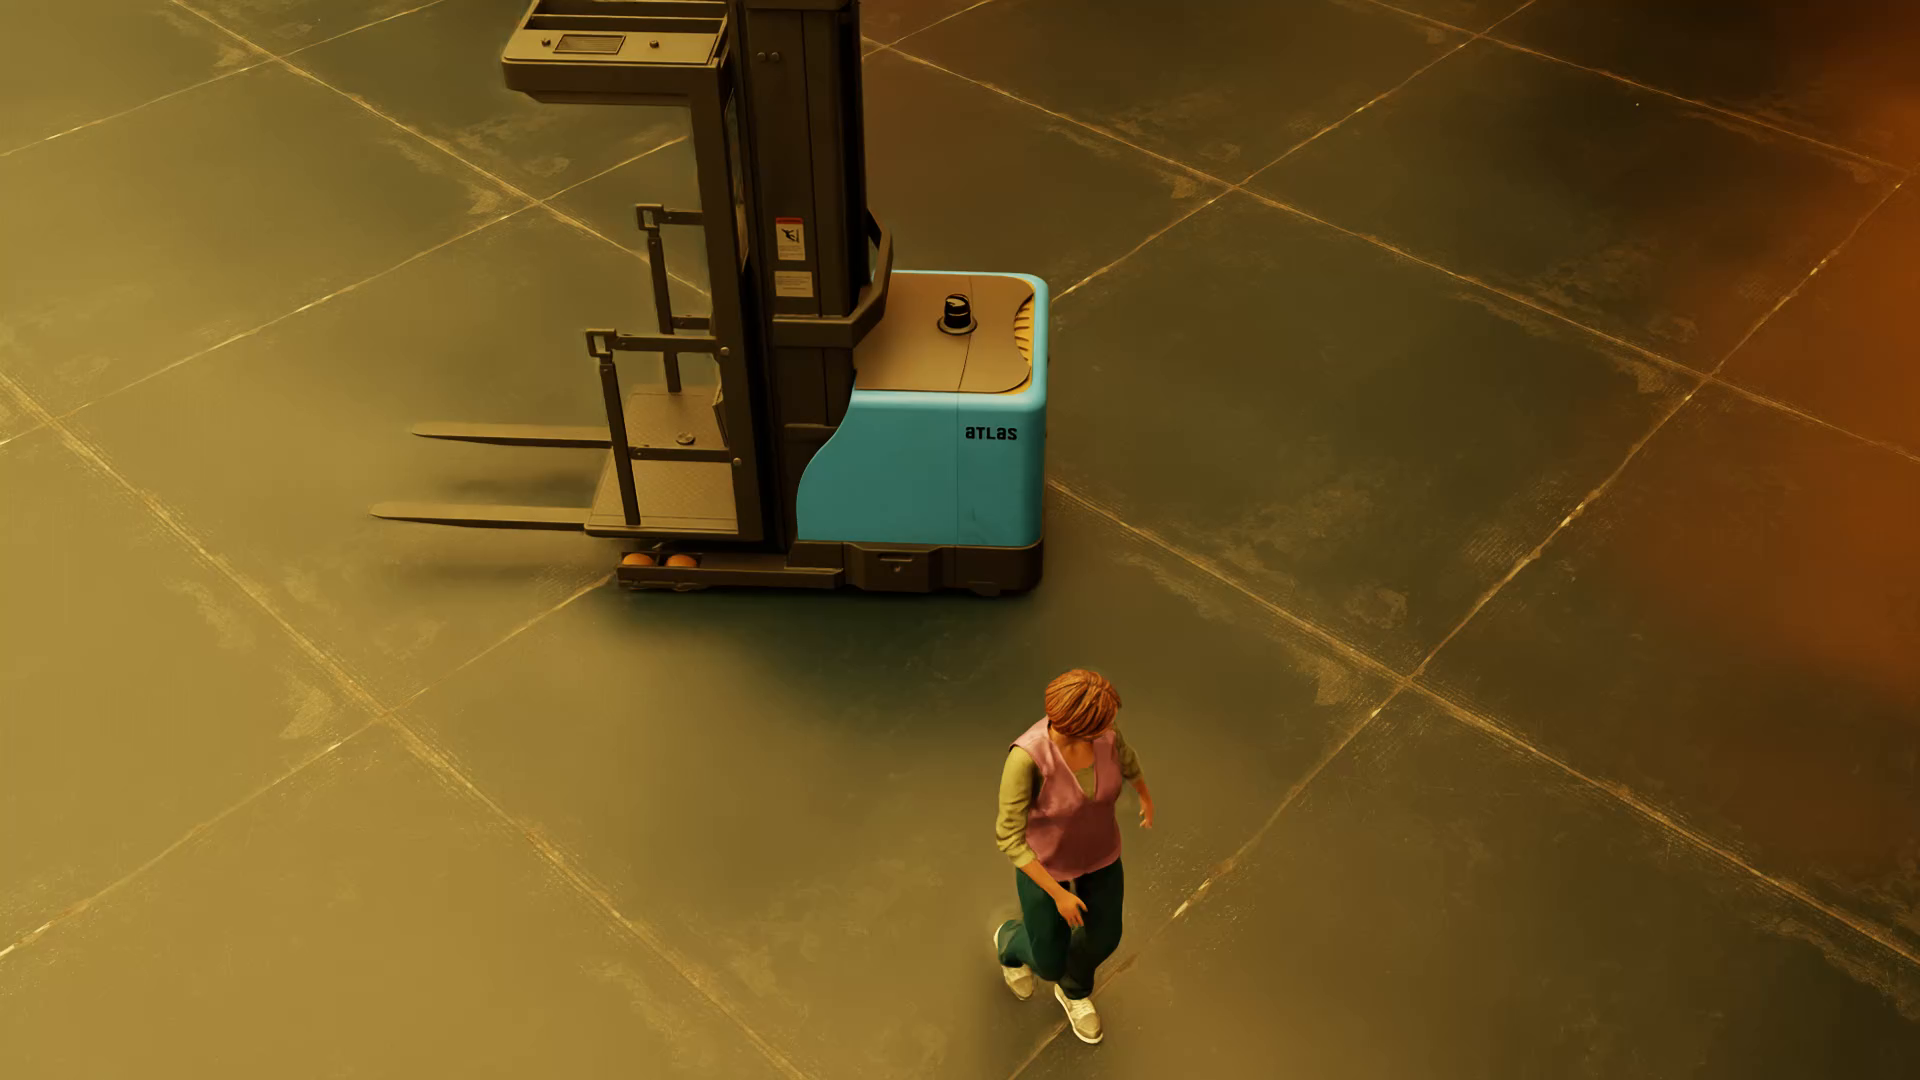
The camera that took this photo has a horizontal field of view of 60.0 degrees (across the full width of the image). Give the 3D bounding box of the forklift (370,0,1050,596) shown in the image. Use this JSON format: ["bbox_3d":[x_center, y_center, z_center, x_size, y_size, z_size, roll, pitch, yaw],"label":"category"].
[{"bbox_3d":[-1.126,-1.225,6.856,3.031,2.935,1.130,2,41,2],"label":"forklift"}]

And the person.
[{"bbox_3d":[0.390,1.011,5.310,0.623,1.562,0.481,-16,43,-17],"label":"person"}]
